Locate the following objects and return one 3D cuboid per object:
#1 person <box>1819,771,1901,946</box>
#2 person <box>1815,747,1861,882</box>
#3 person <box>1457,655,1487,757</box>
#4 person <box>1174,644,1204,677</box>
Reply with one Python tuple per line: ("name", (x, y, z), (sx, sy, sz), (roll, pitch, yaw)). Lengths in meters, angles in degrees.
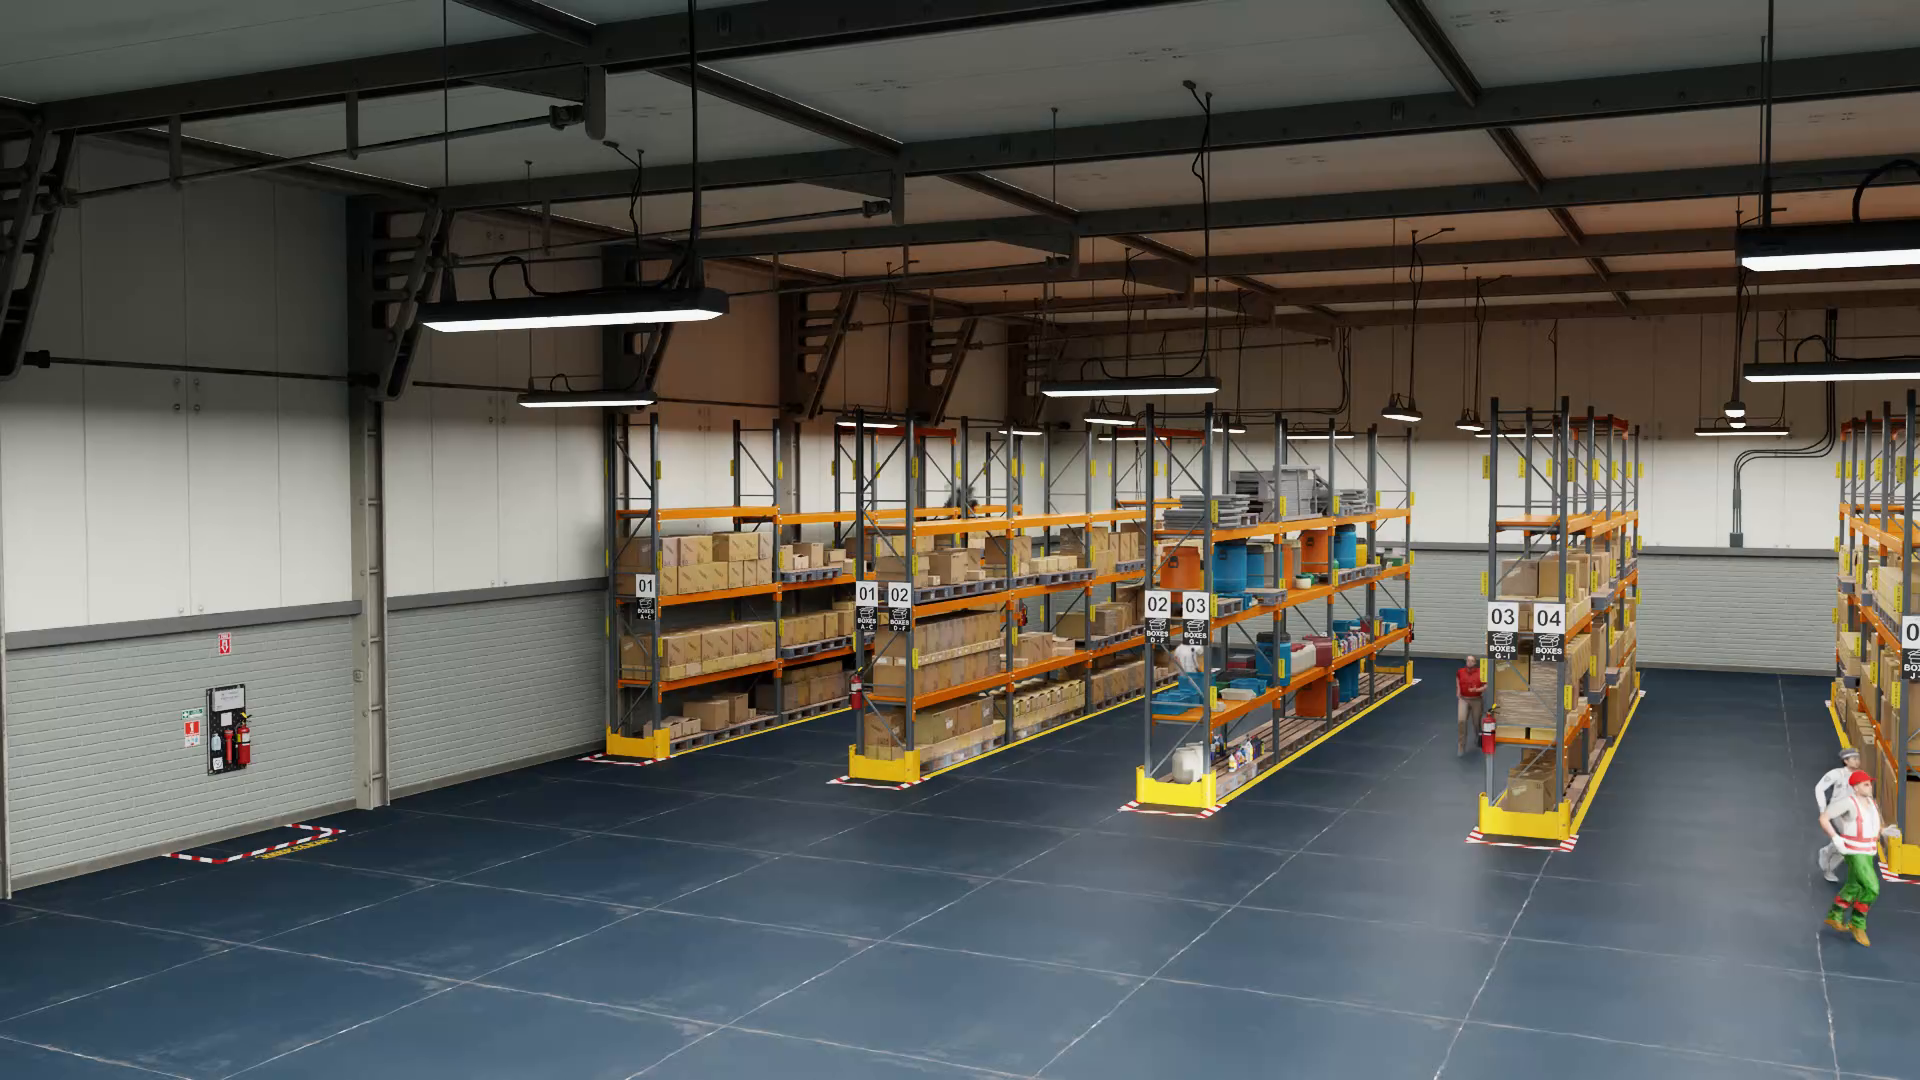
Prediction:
("person", (9.574, 3.370, 17.697), (0.631, 1.830, 0.754), (-1, 3, -30))
("person", (10.820, 3.336, 20.226), (0.638, 1.620, 0.509), (0, 2, -9))
("person", (9.090, 2.919, 29.460), (0.625, 1.776, 1.068), (1, 3, 25))
("person", (4.665, 2.739, 34.108), (0.613, 1.700, 0.892), (1, 3, 26))
